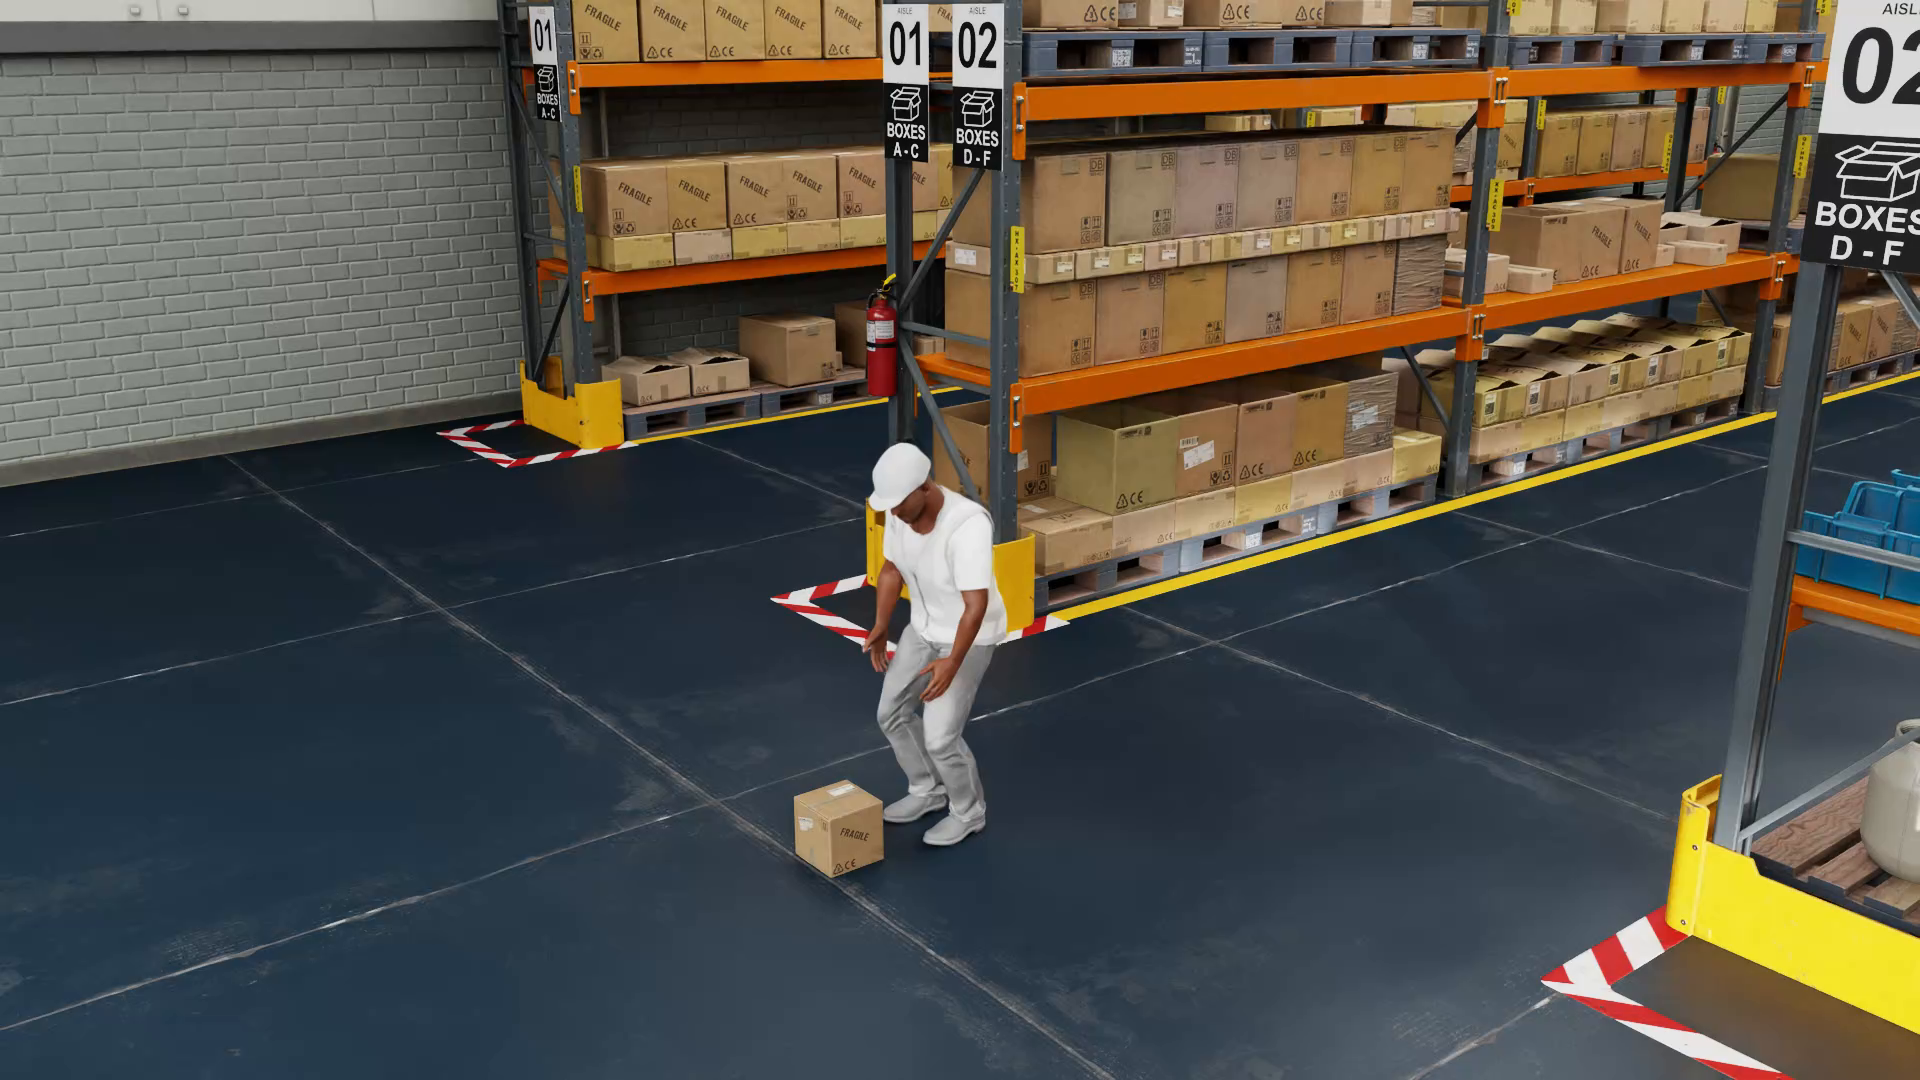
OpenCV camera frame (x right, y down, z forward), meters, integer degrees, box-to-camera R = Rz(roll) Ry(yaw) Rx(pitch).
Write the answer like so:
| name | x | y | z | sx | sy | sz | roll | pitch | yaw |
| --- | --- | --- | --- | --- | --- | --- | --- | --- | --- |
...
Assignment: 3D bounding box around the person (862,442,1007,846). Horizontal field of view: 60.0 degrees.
| name | x | y | z | sx | sy | sz | roll | pitch | yaw |
| --- | --- | --- | --- | --- | --- | --- | --- | --- | --- |
| person | -0.094 | 0.392 | 6.500 | 0.576 | 1.633 | 0.613 | -13 | 22 | -35 |
